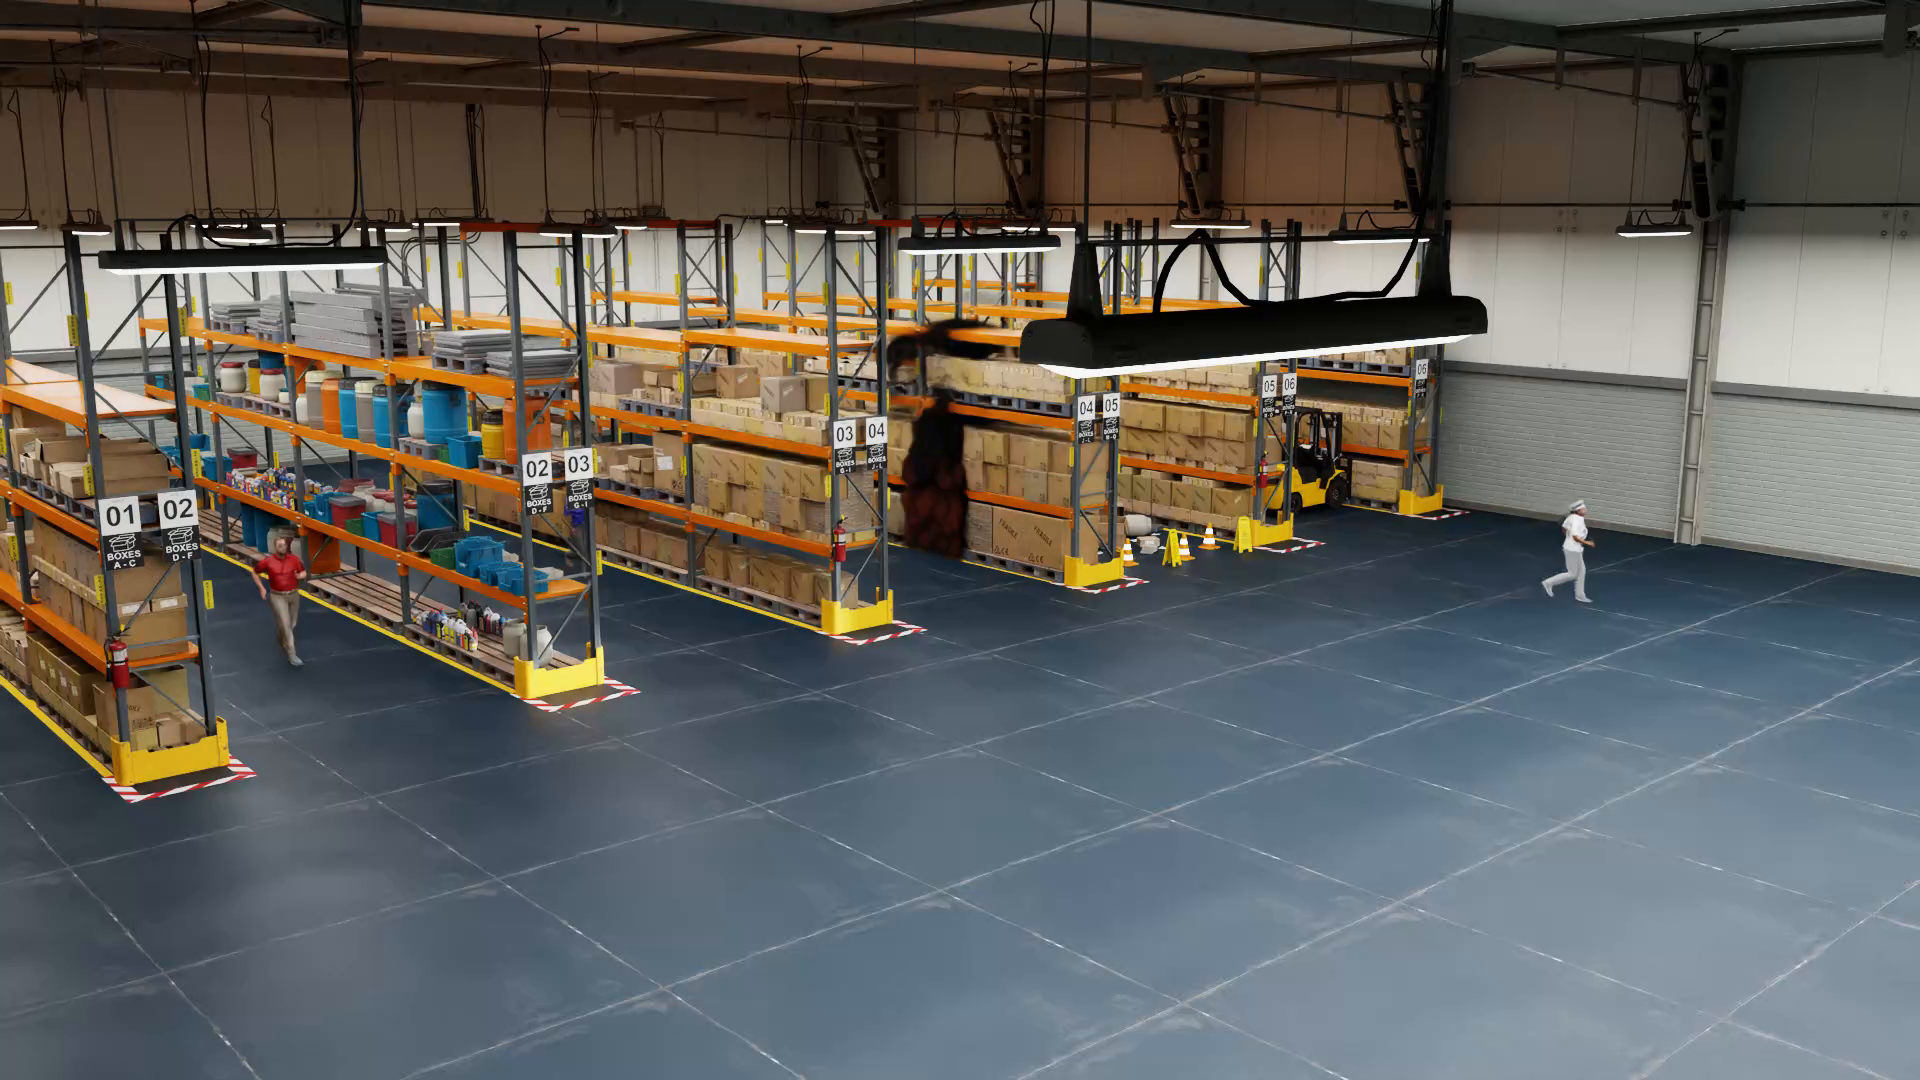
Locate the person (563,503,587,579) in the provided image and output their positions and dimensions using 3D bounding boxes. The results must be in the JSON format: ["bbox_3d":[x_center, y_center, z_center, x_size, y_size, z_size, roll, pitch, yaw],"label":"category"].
[{"bbox_3d":[-6.572,-0.061,28.681,0.578,1.415,0.544,10,15,41],"label":"person"}]

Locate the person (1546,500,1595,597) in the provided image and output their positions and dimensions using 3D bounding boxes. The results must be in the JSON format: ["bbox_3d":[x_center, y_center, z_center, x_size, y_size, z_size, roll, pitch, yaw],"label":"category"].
[{"bbox_3d":[9.833,0.130,26.795,0.734,1.609,0.587,2,12,10],"label":"person"}]
